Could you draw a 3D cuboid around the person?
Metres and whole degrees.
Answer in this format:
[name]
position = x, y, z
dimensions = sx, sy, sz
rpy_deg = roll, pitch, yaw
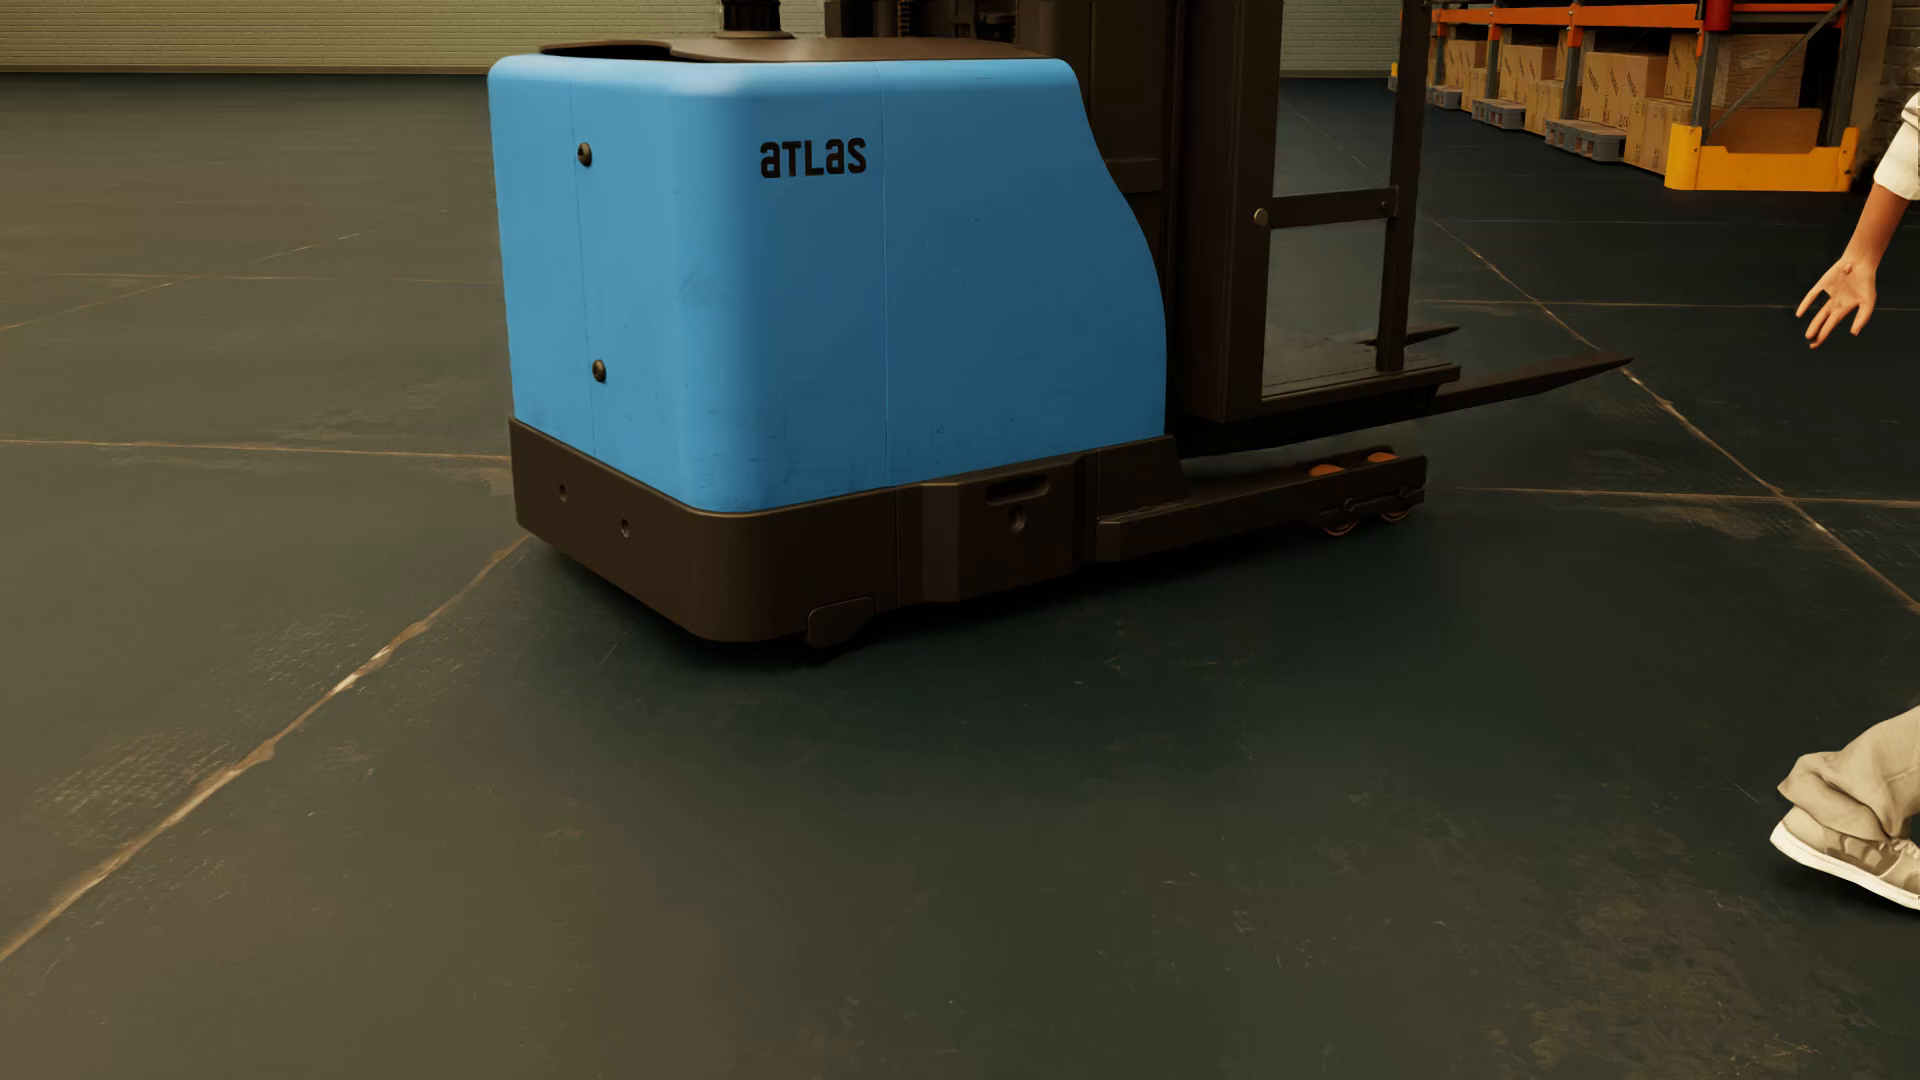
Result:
[person]
position = 1.466, -0.197, 1.981
dimensions = 0.839, 1.540, 0.428
rpy_deg = 7, 19, 21

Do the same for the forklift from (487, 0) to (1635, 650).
[forklift]
position = 0.499, -1.524, 3.784
dimensions = 3.031, 2.935, 1.130
rpy_deg = -12, 21, -34
